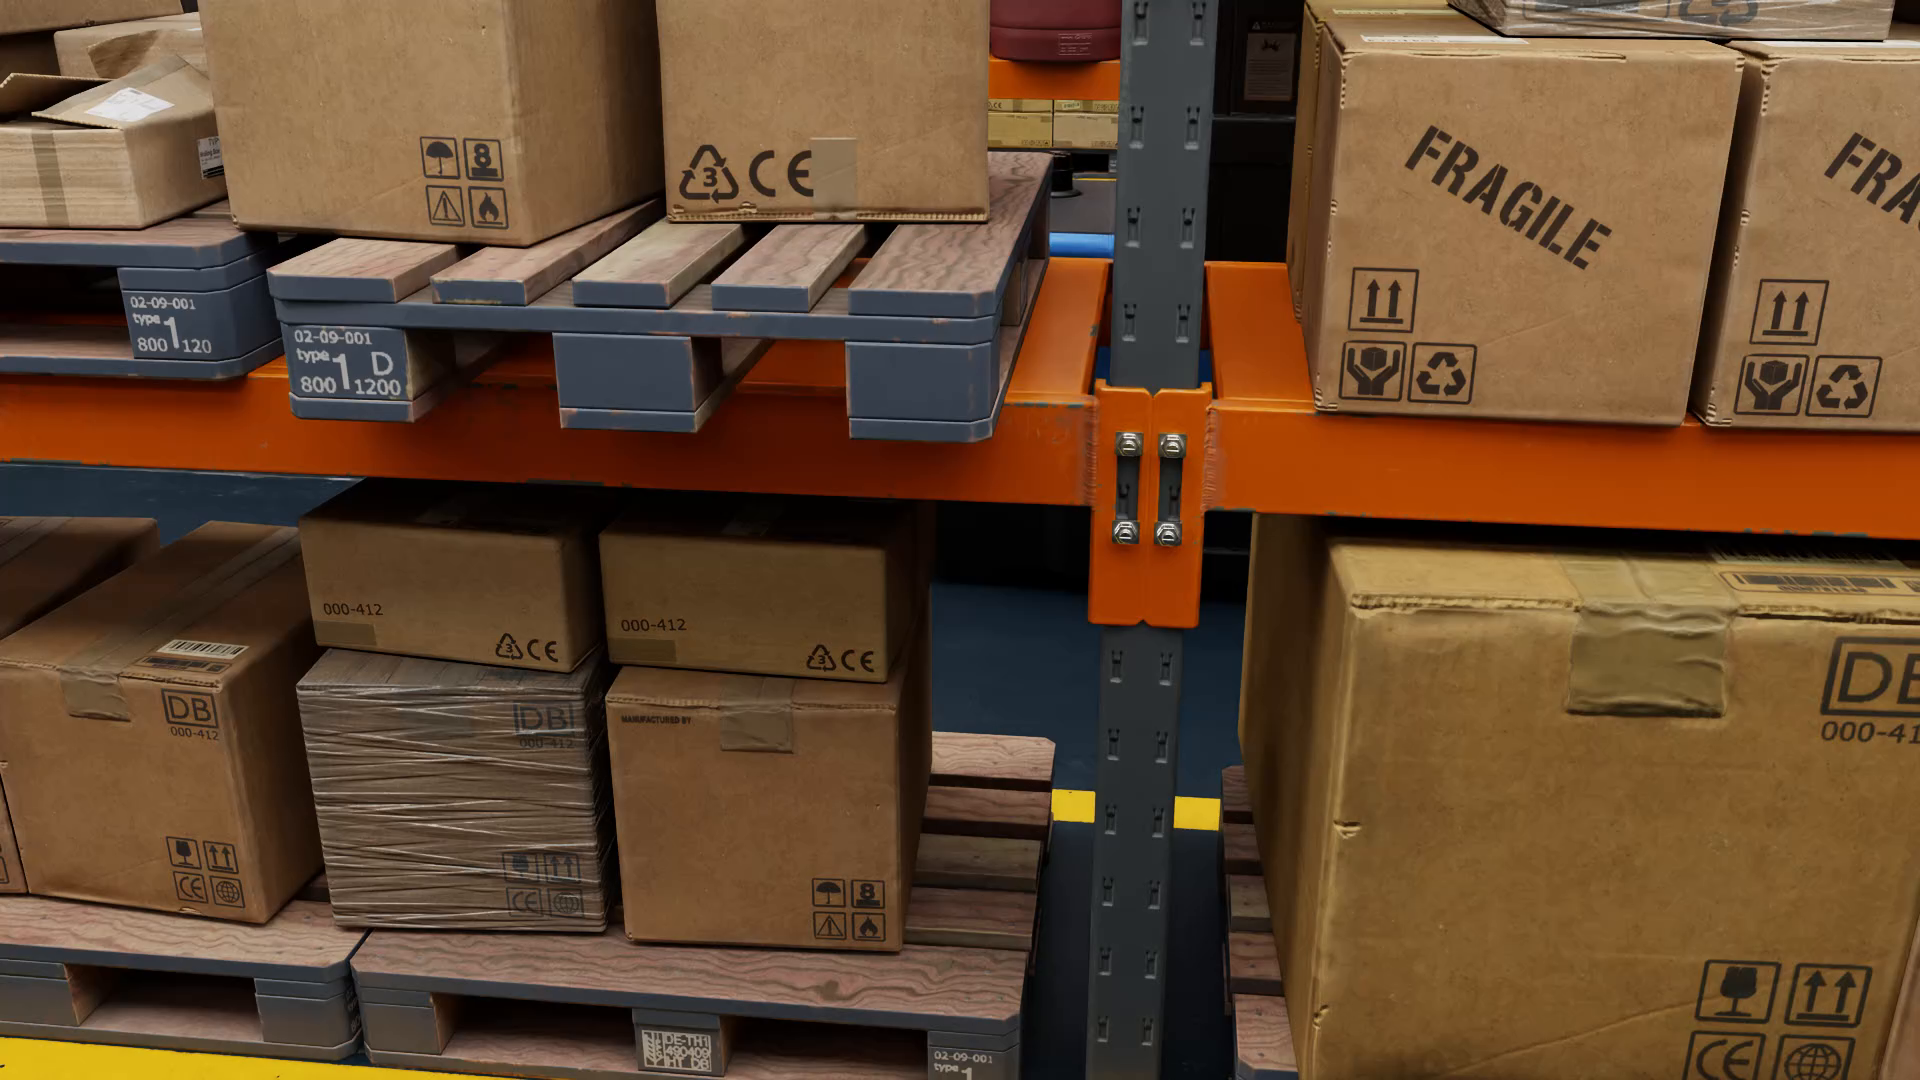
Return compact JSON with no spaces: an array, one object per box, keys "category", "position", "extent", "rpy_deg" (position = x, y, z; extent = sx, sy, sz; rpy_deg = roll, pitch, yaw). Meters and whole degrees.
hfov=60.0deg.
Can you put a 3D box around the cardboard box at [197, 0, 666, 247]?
[{"category":"cardboard box","position":[-0.771,-0.801,2.679],"extent":[0.500,0.500,0.700],"rpy_deg":[6,22,14]}]

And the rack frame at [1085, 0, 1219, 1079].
[{"category":"rack frame","position":[0.336,-0.563,2.784],"extent":[0.127,3.000,1.000],"rpy_deg":[2,22,6]}]

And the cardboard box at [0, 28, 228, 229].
[{"category":"cardboard box","position":[-1.352,-0.669,2.665],"extent":[0.258,0.266,0.396],"rpy_deg":[2,22,5]}]

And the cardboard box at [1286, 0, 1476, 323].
[{"category":"cardboard box","position":[0.855,-0.679,2.940],"extent":[0.500,0.500,0.500],"rpy_deg":[3,22,8]}]

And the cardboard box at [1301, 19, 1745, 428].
[{"category":"cardboard box","position":[0.787,-0.489,2.461],"extent":[0.500,0.500,0.500],"rpy_deg":[3,22,8]}]

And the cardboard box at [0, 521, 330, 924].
[{"category":"cardboard box","position":[-1.448,0.332,3.322],"extent":[0.500,0.500,0.700],"rpy_deg":[4,22,11]}]

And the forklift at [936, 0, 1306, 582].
[{"category":"forklift","position":[1.397,-1.346,4.857],"extent":[3.031,2.935,1.130],"rpy_deg":[3,22,8]}]

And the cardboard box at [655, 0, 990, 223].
[{"category":"cardboard box","position":[-0.205,-0.814,2.711],"extent":[0.500,0.500,0.500],"rpy_deg":[0,22,0]}]

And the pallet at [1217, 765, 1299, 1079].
[{"category":"pallet","position":[1.110,0.795,3.141],"extent":[1.213,0.211,1.003],"rpy_deg":[2,22,6]}]

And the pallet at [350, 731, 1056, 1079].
[{"category":"pallet","position":[-0.440,0.699,3.384],"extent":[1.213,0.211,1.003],"rpy_deg":[2,22,6]}]

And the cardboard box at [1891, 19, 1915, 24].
[{"category":"cardboard box","position":[1.350,-0.655,2.881],"extent":[0.500,0.500,0.500],"rpy_deg":[2,22,6]}]

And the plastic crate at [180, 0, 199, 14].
[{"category":"plastic crate","position":[-3.558,-2.585,7.982],"extent":[0.504,0.338,0.767],"rpy_deg":[2,22,6]}]

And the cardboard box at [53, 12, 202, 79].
[{"category":"cardboard box","position":[-1.301,-0.845,3.130],"extent":[0.500,0.250,0.500],"rpy_deg":[2,22,5]}]

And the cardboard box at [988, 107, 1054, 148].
[{"category":"cardboard box","position":[0.442,-3.051,12.246],"extent":[0.500,0.250,0.500],"rpy_deg":[2,22,6]}]

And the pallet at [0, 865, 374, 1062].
[{"category":"pallet","position":[-1.648,0.646,3.519],"extent":[1.213,0.211,1.003],"rpy_deg":[2,22,6]}]

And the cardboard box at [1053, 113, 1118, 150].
[{"category":"cardboard box","position":[0.954,-3.030,12.193],"extent":[0.500,0.250,0.500],"rpy_deg":[3,22,8]}]

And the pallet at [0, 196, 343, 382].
[{"category":"pallet","position":[-1.634,-0.545,2.998],"extent":[1.213,0.211,1.003],"rpy_deg":[2,22,6]}]

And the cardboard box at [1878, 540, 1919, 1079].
[{"category":"cardboard box","position":[1.903,0.309,2.898],"extent":[0.875,0.875,1.225],"rpy_deg":[3,22,6]}]

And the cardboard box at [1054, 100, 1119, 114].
[{"category":"cardboard box","position":[0.957,-3.290,12.087],"extent":[0.500,0.311,0.500],"rpy_deg":[3,22,8]}]

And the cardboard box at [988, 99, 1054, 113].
[{"category":"cardboard box","position":[0.440,-3.310,12.138],"extent":[0.500,0.311,0.500],"rpy_deg":[2,22,5]}]

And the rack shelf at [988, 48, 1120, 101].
[{"category":"rack shelf","position":[-1.067,-2.123,7.709],"extent":[4.000,0.370,1.077],"rpy_deg":[2,22,6]}]

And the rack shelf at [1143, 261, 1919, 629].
[{"category":"rack shelf","position":[2.322,-0.142,2.697],"extent":[4.000,0.370,1.077],"rpy_deg":[2,22,6]}]

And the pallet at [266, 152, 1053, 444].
[{"category":"pallet","position":[-0.384,-0.466,2.799],"extent":[1.003,0.211,1.213],"rpy_deg":[2,22,6]}]

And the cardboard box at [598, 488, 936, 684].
[{"category":"cardboard box","position":[-0.333,0.028,3.070],"extent":[0.500,0.250,0.500],"rpy_deg":[3,22,8]}]

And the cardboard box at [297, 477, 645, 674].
[{"category":"cardboard box","position":[-0.861,0.009,3.119],"extent":[0.500,0.250,0.500],"rpy_deg":[5,22,12]}]

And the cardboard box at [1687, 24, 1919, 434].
[{"category":"cardboard box","position":[1.299,-0.468,2.407],"extent":[0.500,0.500,0.500],"rpy_deg":[2,22,5]}]

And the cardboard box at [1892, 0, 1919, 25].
[{"category":"cardboard box","position":[1.707,-1.009,2.412],"extent":[0.637,0.503,0.797],"rpy_deg":[3,22,8]}]

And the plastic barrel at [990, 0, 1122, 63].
[{"category":"plastic barrel","position":[0.423,-2.344,7.104],"extent":[0.708,0.536,0.600],"rpy_deg":[2,22,6]}]

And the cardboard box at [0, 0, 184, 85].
[{"category":"cardboard box","position":[-1.904,-0.938,3.021],"extent":[0.637,0.503,0.797],"rpy_deg":[5,22,12]}]

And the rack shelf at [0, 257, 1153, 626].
[{"category":"rack shelf","position":[-1.650,-0.315,3.135],"extent":[4.000,0.370,1.077],"rpy_deg":[2,22,6]}]

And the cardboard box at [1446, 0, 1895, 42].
[{"category":"cardboard box","position":[1.060,-1.038,2.486],"extent":[0.637,0.503,0.797],"rpy_deg":[3,22,8]}]

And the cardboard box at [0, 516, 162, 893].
[{"category":"cardboard box","position":[-2.002,0.308,3.383],"extent":[0.500,0.500,0.700],"rpy_deg":[1,22,2]}]

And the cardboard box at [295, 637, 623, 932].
[{"category":"cardboard box","position":[-0.884,0.354,3.266],"extent":[0.500,0.500,0.700],"rpy_deg":[1,22,2]}]

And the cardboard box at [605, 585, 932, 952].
[{"category":"cardboard box","position":[-0.332,0.373,3.218],"extent":[0.500,0.500,0.700],"rpy_deg":[1,22,3]}]

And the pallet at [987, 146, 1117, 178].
[{"category":"pallet","position":[0.693,-2.933,12.571],"extent":[1.213,0.211,1.003],"rpy_deg":[2,22,6]}]

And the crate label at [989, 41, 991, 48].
[{"category":"crate label","position":[-0.036,-2.530,7.710],"extent":[0.616,0.435,0.502],"rpy_deg":[2,22,6]}]

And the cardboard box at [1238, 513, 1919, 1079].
[{"category":"cardboard box","position":[1.019,0.267,3.003],"extent":[0.875,0.875,1.225],"rpy_deg":[2,22,4]}]
